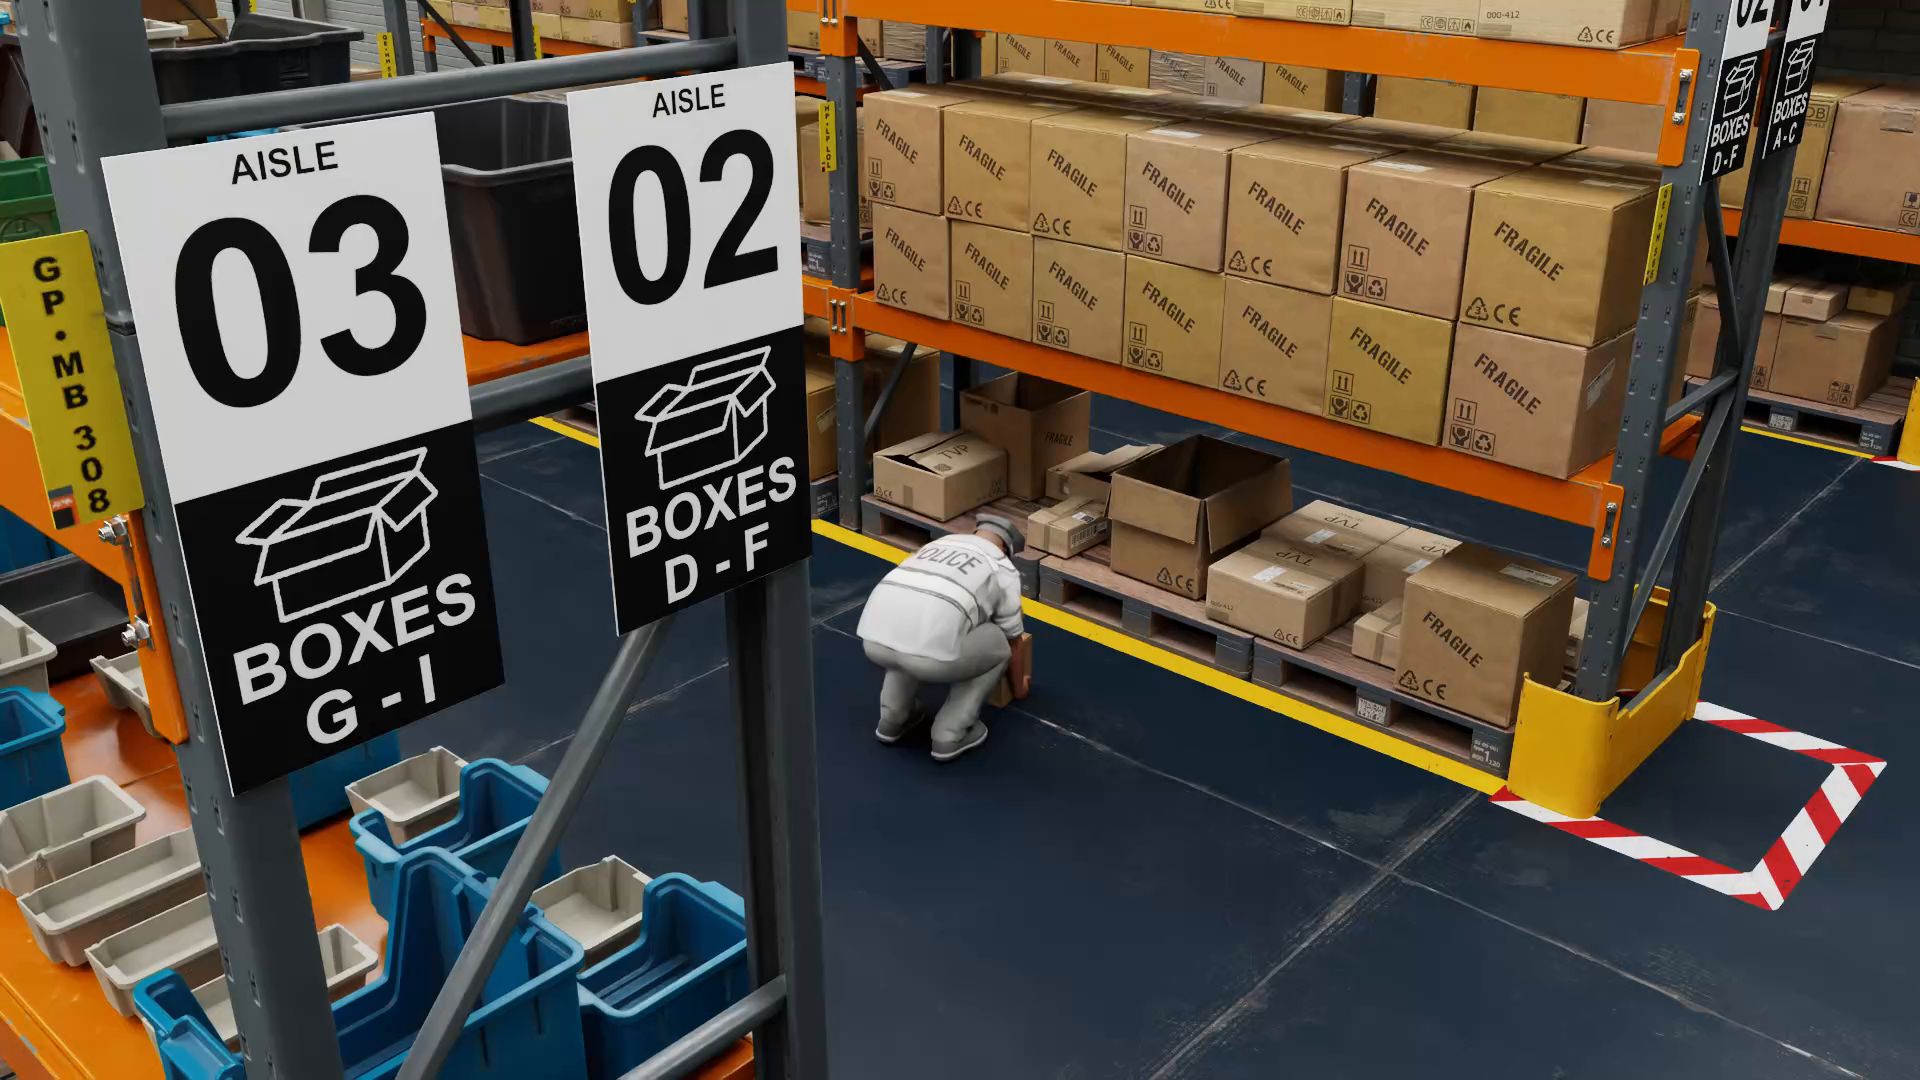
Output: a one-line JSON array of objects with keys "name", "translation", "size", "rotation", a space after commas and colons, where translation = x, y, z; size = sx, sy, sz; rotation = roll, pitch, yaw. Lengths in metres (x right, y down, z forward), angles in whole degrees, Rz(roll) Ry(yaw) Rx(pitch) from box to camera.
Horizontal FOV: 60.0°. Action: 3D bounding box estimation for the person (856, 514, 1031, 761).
[{"name": "person", "translation": [-0.032, 0.402, 6.892], "size": [0.529, 0.816, 1.029], "rotation": [13, 27, 28]}]
